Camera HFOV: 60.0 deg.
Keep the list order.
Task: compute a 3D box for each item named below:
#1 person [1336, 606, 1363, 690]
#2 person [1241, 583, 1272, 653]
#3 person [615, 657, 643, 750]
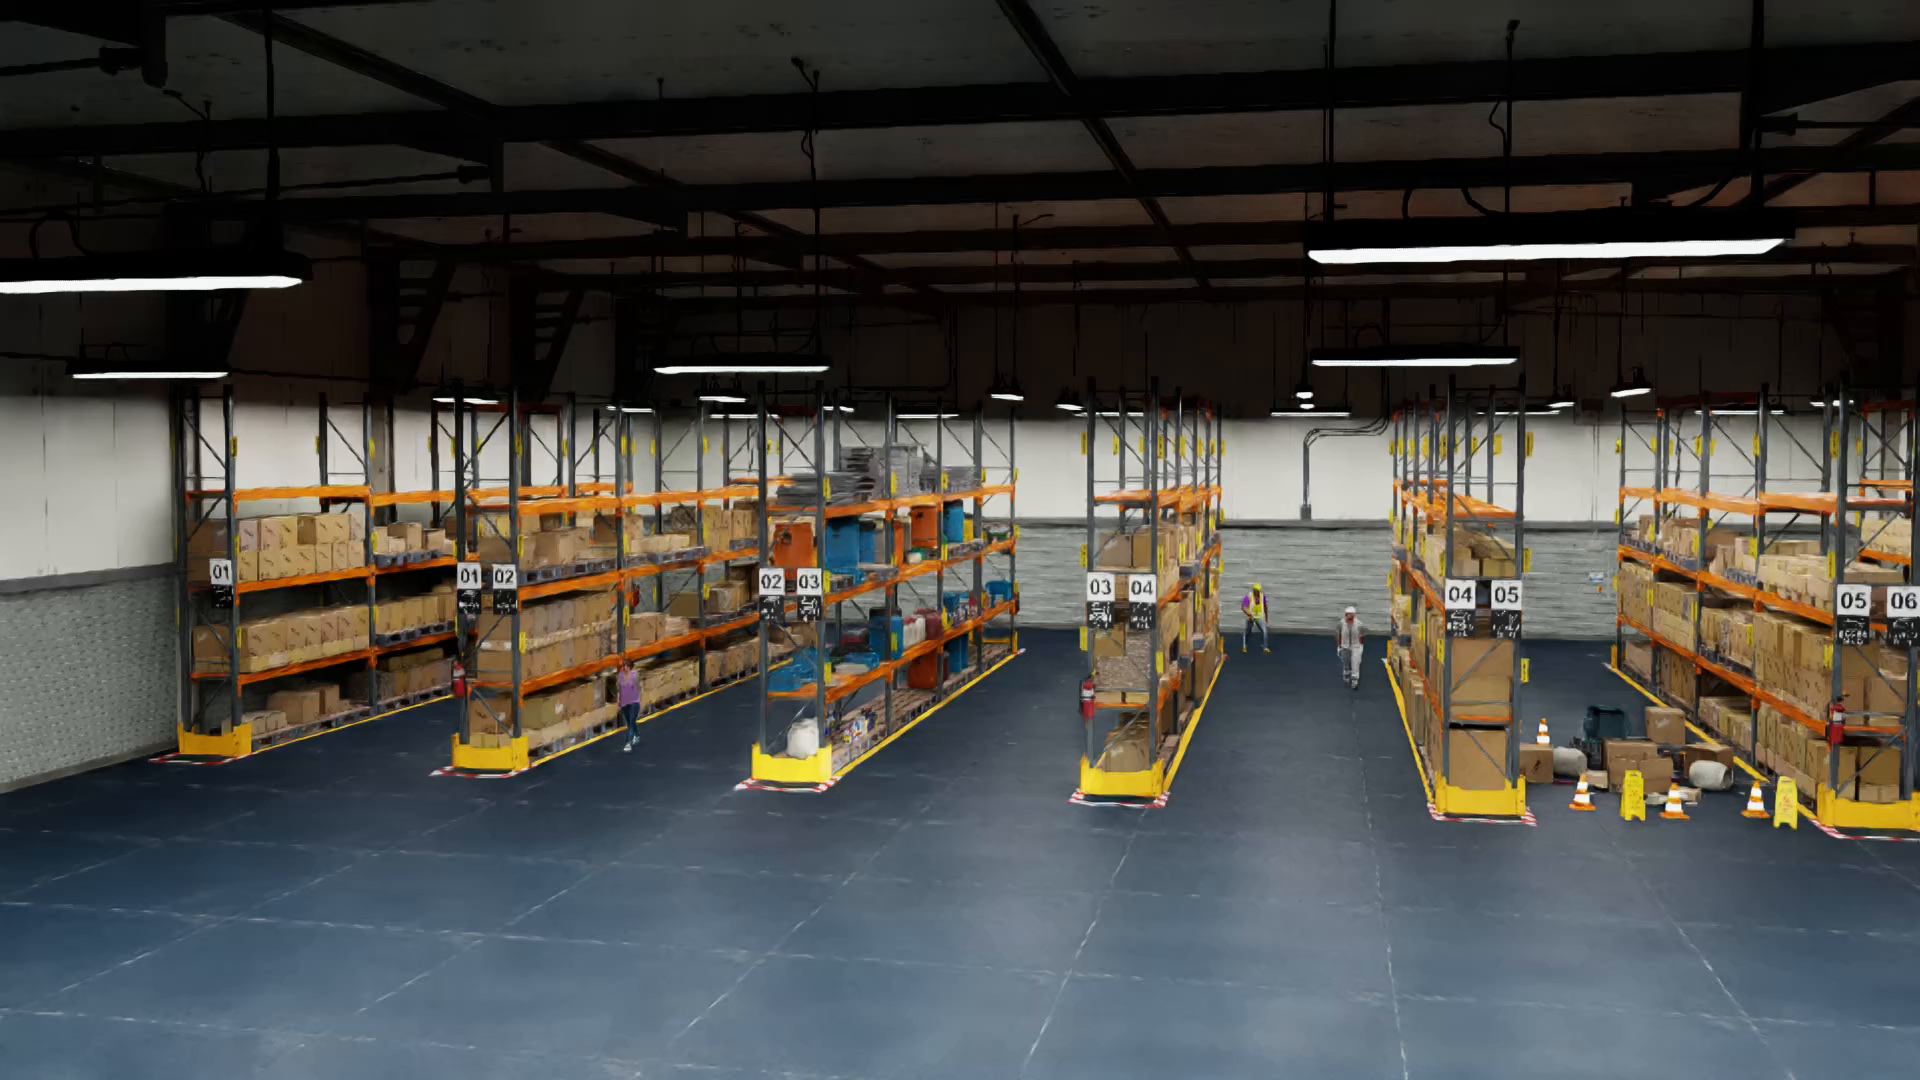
[{"bbox_3d":[8.056,2.209,34.377,0.553,1.709,1.123,1,3,14],"label":"person"},{"bbox_3d":[7.181,1.882,40.494,0.710,1.703,0.836,0,3,-4],"label":"person"},{"bbox_3d":[-5.497,2.683,27.565,0.419,1.514,1.038,1,3,10],"label":"person"}]
